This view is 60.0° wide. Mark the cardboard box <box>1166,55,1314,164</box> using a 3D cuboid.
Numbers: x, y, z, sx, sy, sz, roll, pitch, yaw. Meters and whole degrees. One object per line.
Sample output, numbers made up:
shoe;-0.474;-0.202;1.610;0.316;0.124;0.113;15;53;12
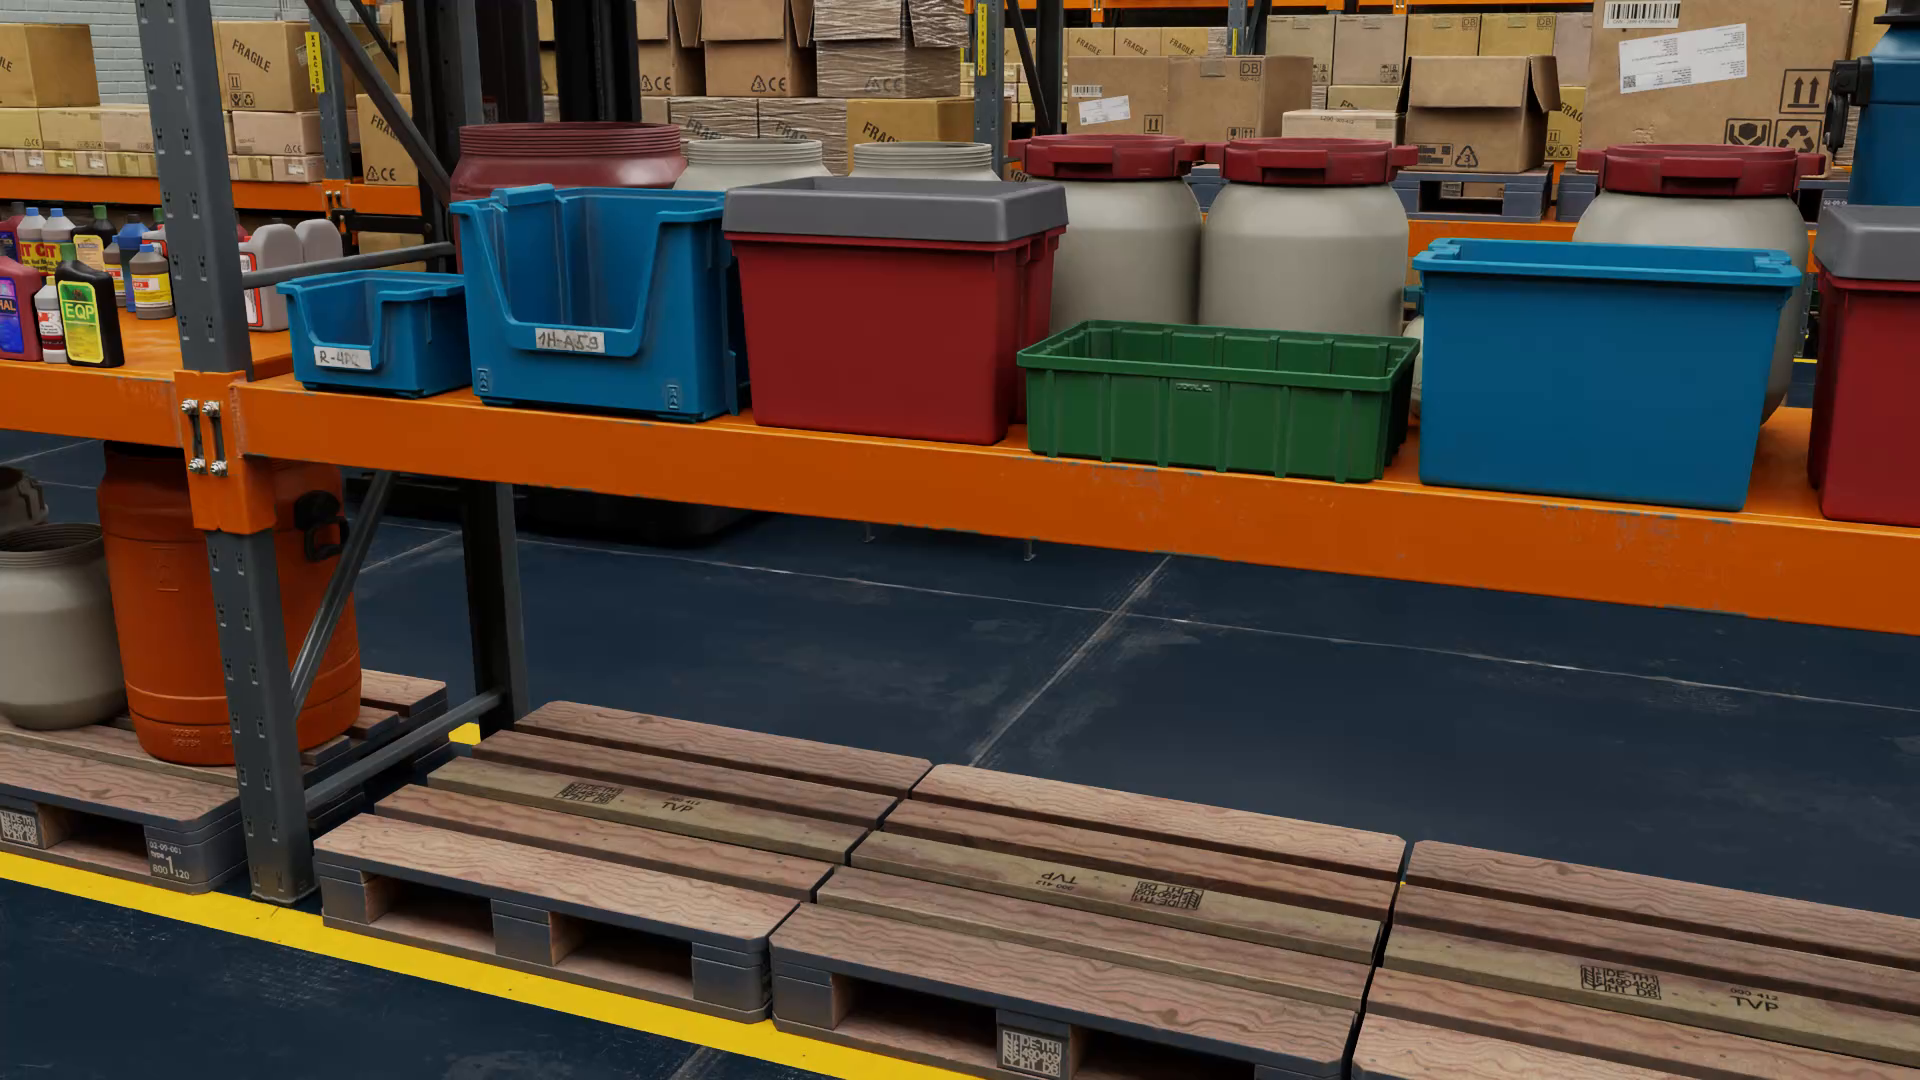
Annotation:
cardboard box;1.380;-2.133;8.209;0.500;0.500;0.700;9;19;29

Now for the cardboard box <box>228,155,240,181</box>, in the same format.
cardboard box;-4.297;-2.247;9.984;0.250;0.149;0.380;6;17;20

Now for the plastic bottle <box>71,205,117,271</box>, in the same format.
plastic bottle;-2.548;-0.844;4.909;0.133;0.283;0.061;6;17;21

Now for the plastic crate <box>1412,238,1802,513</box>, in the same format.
plastic crate;1.070;-0.290;2.822;0.575;0.384;0.392;6;17;21

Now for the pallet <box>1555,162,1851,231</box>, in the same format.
pallet;3.370;-1.574;7.560;1.213;0.211;1.003;6;17;21

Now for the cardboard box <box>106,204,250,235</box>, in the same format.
cardboard box;-4.836;-1.730;10.812;0.875;0.875;0.875;6;17;21

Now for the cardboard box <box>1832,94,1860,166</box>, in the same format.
cardboard box;6.289;-2.864;11.389;0.550;0.550;0.875;6;17;21

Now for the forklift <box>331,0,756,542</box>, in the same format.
forklift;-2.264;-1.648;7.593;3.031;2.935;1.130;7;18;22

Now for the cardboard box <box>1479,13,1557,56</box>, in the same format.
cardboard box;4.059;-3.560;12.083;0.500;0.500;0.700;6;17;20

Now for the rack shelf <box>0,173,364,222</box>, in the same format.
rack shelf;-5.275;-2.228;10.758;4.000;0.370;1.077;6;17;21

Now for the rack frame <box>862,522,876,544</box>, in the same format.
rack frame;-0.334;-0.757;7.091;0.023;1.500;0.400;6;17;21

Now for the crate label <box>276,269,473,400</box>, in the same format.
crate label;-1.256;-0.454;3.659;0.416;0.233;0.303;6;17;21

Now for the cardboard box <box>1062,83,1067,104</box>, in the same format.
cardboard box;0.867;-3.471;12.913;0.250;0.149;0.380;6;17;21

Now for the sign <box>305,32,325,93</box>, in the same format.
sign;-3.617;-2.678;9.325;0.005;0.325;0.100;6;17;21

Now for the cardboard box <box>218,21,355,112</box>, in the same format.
cardboard box;-3.940;-2.777;9.751;0.500;0.500;0.500;7;18;22

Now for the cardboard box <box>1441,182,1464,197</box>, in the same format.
cardboard box;6.336;-4.811;21.873;0.625;0.625;0.875;7;18;22

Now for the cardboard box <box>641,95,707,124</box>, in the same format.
cardboard box;-1.662;-2.151;9.023;0.500;0.500;0.500;7;17;22

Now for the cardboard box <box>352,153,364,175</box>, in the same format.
cardboard box;-3.568;-2.365;10.389;0.250;0.149;0.380;6;17;21

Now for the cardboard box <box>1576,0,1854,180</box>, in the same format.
cardboard box;3.340;-2.158;7.397;1.000;1.000;1.000;6;17;21

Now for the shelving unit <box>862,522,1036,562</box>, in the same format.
shelving unit;0.006;-0.720;6.962;0.755;1.500;0.431;6;17;21

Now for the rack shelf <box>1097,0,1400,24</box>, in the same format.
rack shelf;3.900;-7.117;22.219;4.000;0.370;1.077;6;17;21

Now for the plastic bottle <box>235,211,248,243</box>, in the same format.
plastic bottle;-2.084;-0.793;4.733;0.133;0.283;0.061;6;17;21

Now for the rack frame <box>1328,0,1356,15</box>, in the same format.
rack frame;3.943;-4.530;17.397;0.127;3.000;1.000;6;17;21

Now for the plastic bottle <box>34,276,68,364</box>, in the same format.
plastic bottle;-2.144;-0.527;3.965;0.097;0.201;0.097;0;16;0

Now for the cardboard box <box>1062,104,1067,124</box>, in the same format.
cardboard box;0.893;-3.326;12.949;0.250;0.149;0.380;6;17;20

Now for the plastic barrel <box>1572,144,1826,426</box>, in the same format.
plastic barrel;1.401;-0.486;3.223;0.433;0.535;0.433;0;16;0

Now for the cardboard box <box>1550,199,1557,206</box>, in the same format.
cardboard box;4.435;-2.088;12.266;0.750;0.750;1.050;6;17;21

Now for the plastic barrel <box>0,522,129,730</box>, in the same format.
plastic barrel;-2.530;0.238;4.683;0.421;0.512;0.421;0;16;0

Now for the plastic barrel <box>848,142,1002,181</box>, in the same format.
plastic barrel;-0.084;-0.636;3.783;0.421;0.512;0.421;0;16;0

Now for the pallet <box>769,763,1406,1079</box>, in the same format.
pallet;0.327;0.879;3.768;1.213;0.211;1.003;6;17;21

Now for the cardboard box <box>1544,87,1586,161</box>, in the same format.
cardboard box;4.418;-2.962;11.817;0.500;0.500;0.500;6;17;21

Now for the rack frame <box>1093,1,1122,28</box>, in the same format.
rack frame;2.039;-6.227;23.242;0.127;3.000;1.000;6;17;21

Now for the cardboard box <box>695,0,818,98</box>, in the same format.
cardboard box;-0.973;-2.636;8.894;0.637;0.503;0.797;7;17;22

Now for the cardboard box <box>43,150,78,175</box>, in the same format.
cardboard box;-5.495;-2.378;10.437;0.250;0.149;0.380;6;17;19

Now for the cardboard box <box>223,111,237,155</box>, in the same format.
cardboard box;-4.404;-2.469;10.034;0.500;0.250;0.500;7;18;22

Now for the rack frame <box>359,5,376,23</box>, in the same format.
rack frame;-5.222;-4.054;15.758;0.127;3.000;1.000;6;17;21

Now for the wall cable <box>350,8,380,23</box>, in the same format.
wall cable;-8.244;-6.776;23.311;0.122;1.984;0.588;6;17;21

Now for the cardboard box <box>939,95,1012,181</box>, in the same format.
cardboard box;-0.046;-2.128;8.944;0.500;0.500;0.500;7;18;22

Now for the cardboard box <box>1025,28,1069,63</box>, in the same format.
cardboard box;1.009;-5.303;18.087;0.500;0.500;0.500;6;17;20

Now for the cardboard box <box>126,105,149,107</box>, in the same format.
cardboard box;-5.156;-2.712;10.870;0.500;0.250;0.500;6;17;21

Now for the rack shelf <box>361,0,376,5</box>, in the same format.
rack shelf;-3.361;-4.944;14.735;4.000;0.370;1.077;6;17;21

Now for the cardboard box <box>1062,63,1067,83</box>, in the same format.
cardboard box;0.870;-3.613;12.869;0.250;0.149;0.380;7;18;22

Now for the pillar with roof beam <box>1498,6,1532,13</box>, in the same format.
pillar with roof beam;5.724;-7.682;17.496;0.400;9.000;9.100;6;17;21

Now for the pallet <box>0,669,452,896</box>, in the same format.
pallet;-2.259;0.594;4.748;1.213;0.211;1.003;6;17;21

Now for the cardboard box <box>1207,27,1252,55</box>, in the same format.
cardboard box;2.885;-5.093;17.365;0.500;0.500;0.500;7;17;22

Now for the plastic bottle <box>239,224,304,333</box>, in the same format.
plastic bottle;-1.851;-0.704;4.441;0.135;0.276;0.152;6;17;21
